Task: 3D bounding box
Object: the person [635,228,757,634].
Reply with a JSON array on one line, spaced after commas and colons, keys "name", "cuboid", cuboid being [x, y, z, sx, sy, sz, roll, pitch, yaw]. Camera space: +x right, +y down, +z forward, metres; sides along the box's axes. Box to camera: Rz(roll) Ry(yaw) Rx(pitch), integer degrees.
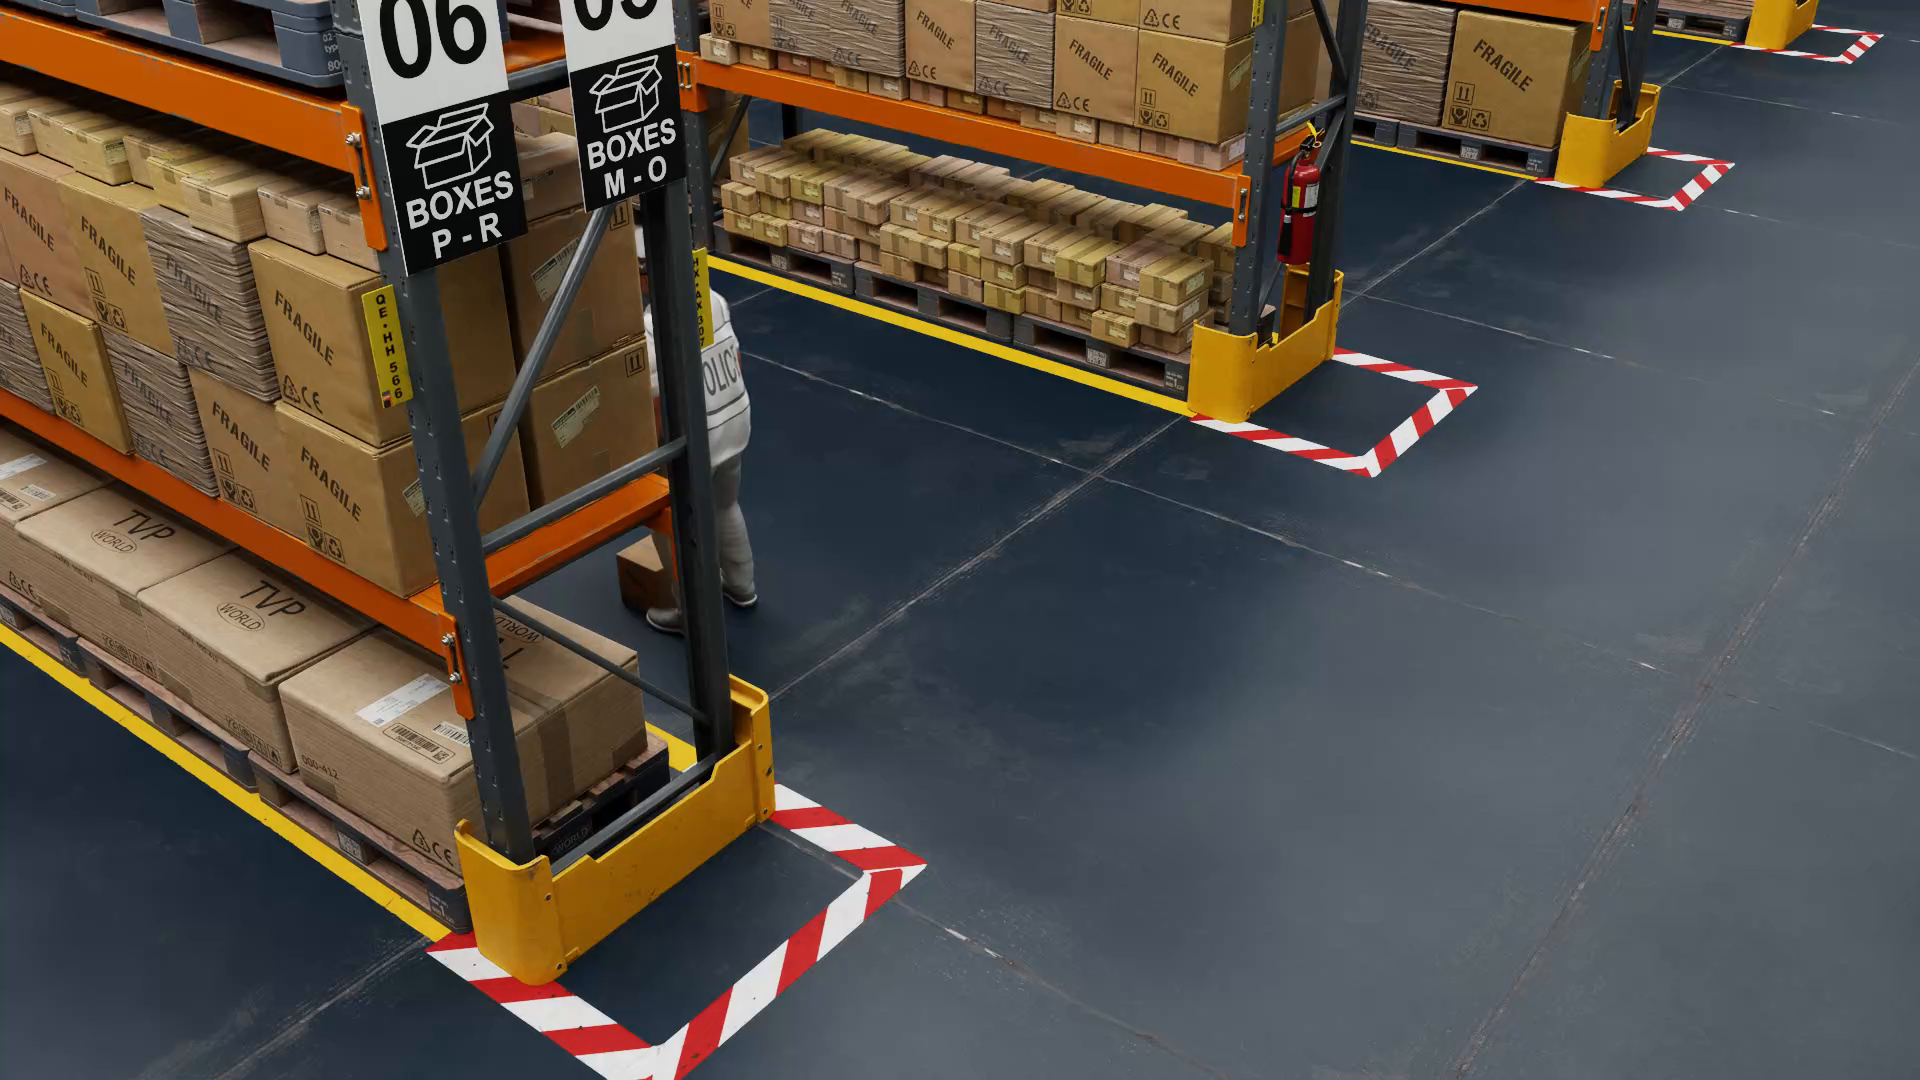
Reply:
[{"name": "person", "cuboid": [-1.097, -0.411, 6.818, 0.440, 1.747, 0.602, 19, 35, 28]}]
